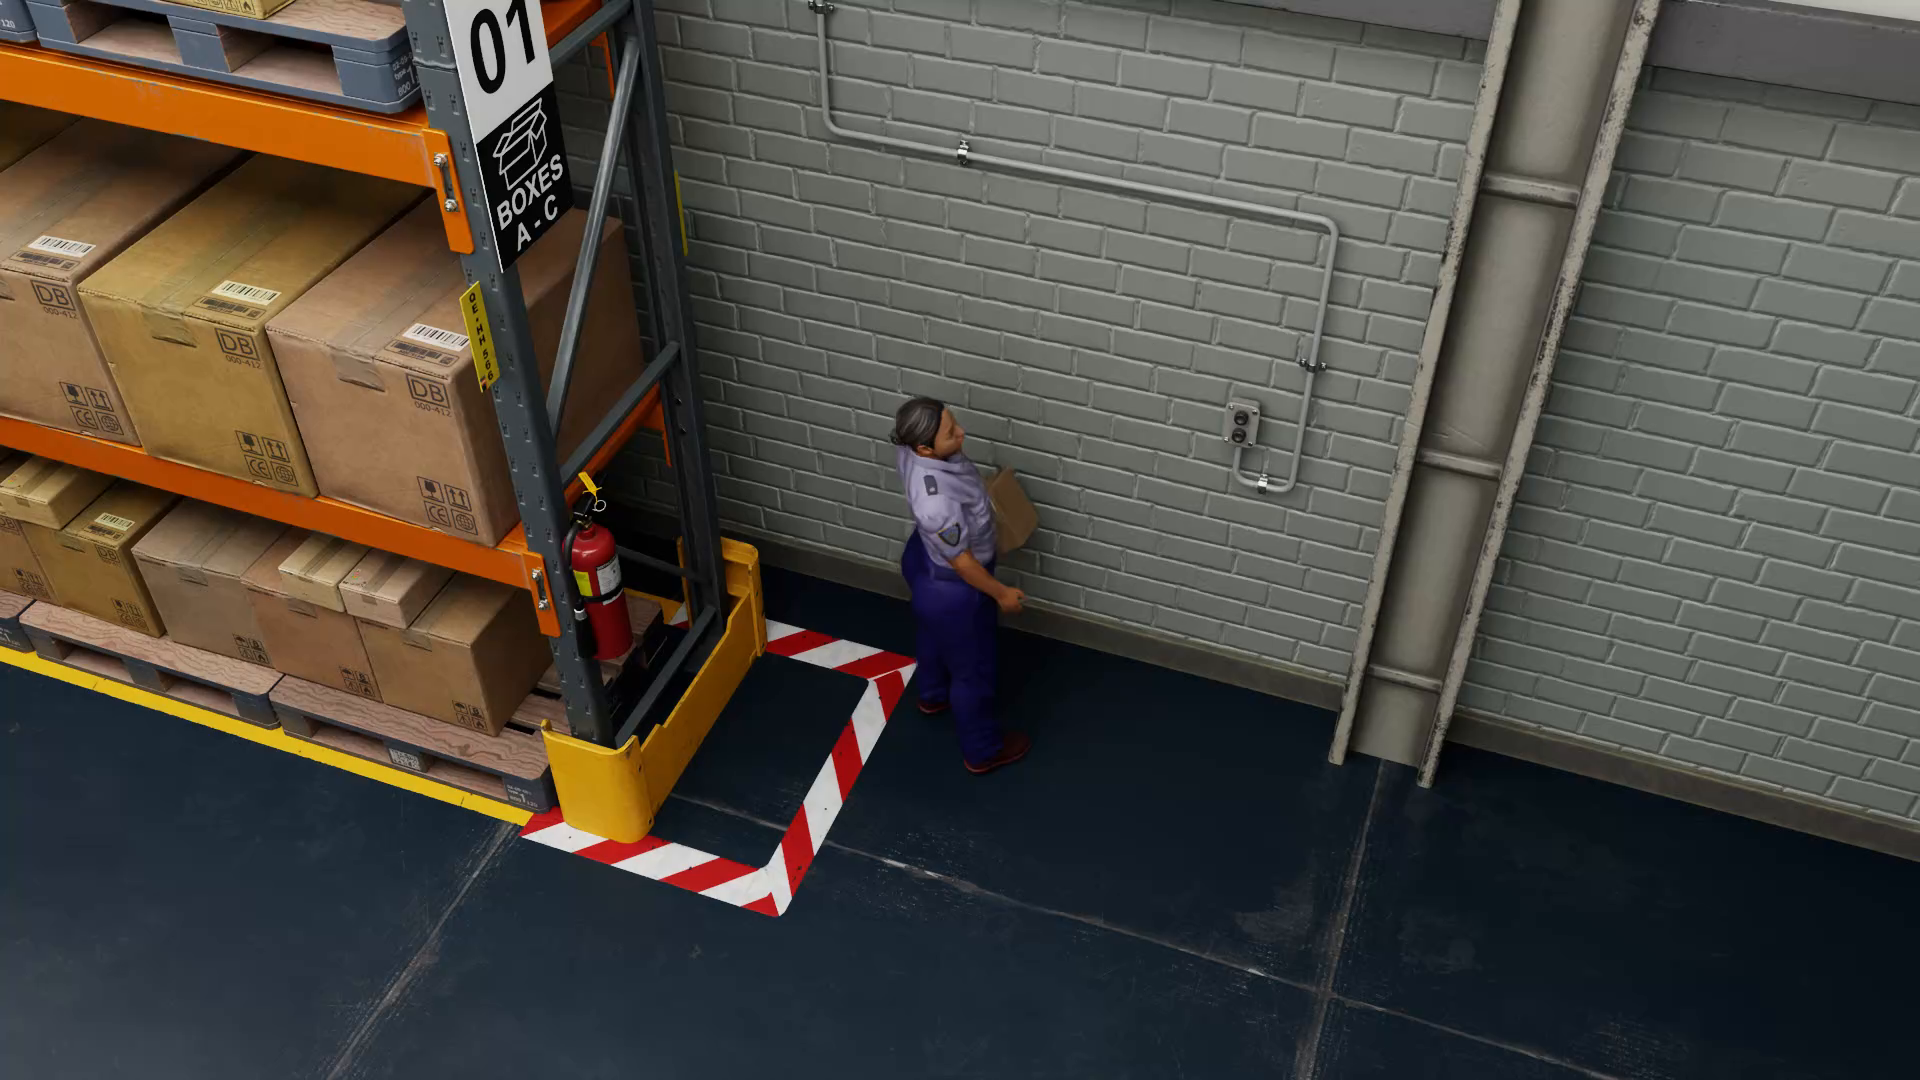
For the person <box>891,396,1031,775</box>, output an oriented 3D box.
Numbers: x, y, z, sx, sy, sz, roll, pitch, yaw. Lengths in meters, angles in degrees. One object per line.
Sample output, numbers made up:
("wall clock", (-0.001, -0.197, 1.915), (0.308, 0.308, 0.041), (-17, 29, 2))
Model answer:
("person", (0.014, 0.139, 6.014), (0.489, 1.652, 0.507), (-8, 42, -9))
